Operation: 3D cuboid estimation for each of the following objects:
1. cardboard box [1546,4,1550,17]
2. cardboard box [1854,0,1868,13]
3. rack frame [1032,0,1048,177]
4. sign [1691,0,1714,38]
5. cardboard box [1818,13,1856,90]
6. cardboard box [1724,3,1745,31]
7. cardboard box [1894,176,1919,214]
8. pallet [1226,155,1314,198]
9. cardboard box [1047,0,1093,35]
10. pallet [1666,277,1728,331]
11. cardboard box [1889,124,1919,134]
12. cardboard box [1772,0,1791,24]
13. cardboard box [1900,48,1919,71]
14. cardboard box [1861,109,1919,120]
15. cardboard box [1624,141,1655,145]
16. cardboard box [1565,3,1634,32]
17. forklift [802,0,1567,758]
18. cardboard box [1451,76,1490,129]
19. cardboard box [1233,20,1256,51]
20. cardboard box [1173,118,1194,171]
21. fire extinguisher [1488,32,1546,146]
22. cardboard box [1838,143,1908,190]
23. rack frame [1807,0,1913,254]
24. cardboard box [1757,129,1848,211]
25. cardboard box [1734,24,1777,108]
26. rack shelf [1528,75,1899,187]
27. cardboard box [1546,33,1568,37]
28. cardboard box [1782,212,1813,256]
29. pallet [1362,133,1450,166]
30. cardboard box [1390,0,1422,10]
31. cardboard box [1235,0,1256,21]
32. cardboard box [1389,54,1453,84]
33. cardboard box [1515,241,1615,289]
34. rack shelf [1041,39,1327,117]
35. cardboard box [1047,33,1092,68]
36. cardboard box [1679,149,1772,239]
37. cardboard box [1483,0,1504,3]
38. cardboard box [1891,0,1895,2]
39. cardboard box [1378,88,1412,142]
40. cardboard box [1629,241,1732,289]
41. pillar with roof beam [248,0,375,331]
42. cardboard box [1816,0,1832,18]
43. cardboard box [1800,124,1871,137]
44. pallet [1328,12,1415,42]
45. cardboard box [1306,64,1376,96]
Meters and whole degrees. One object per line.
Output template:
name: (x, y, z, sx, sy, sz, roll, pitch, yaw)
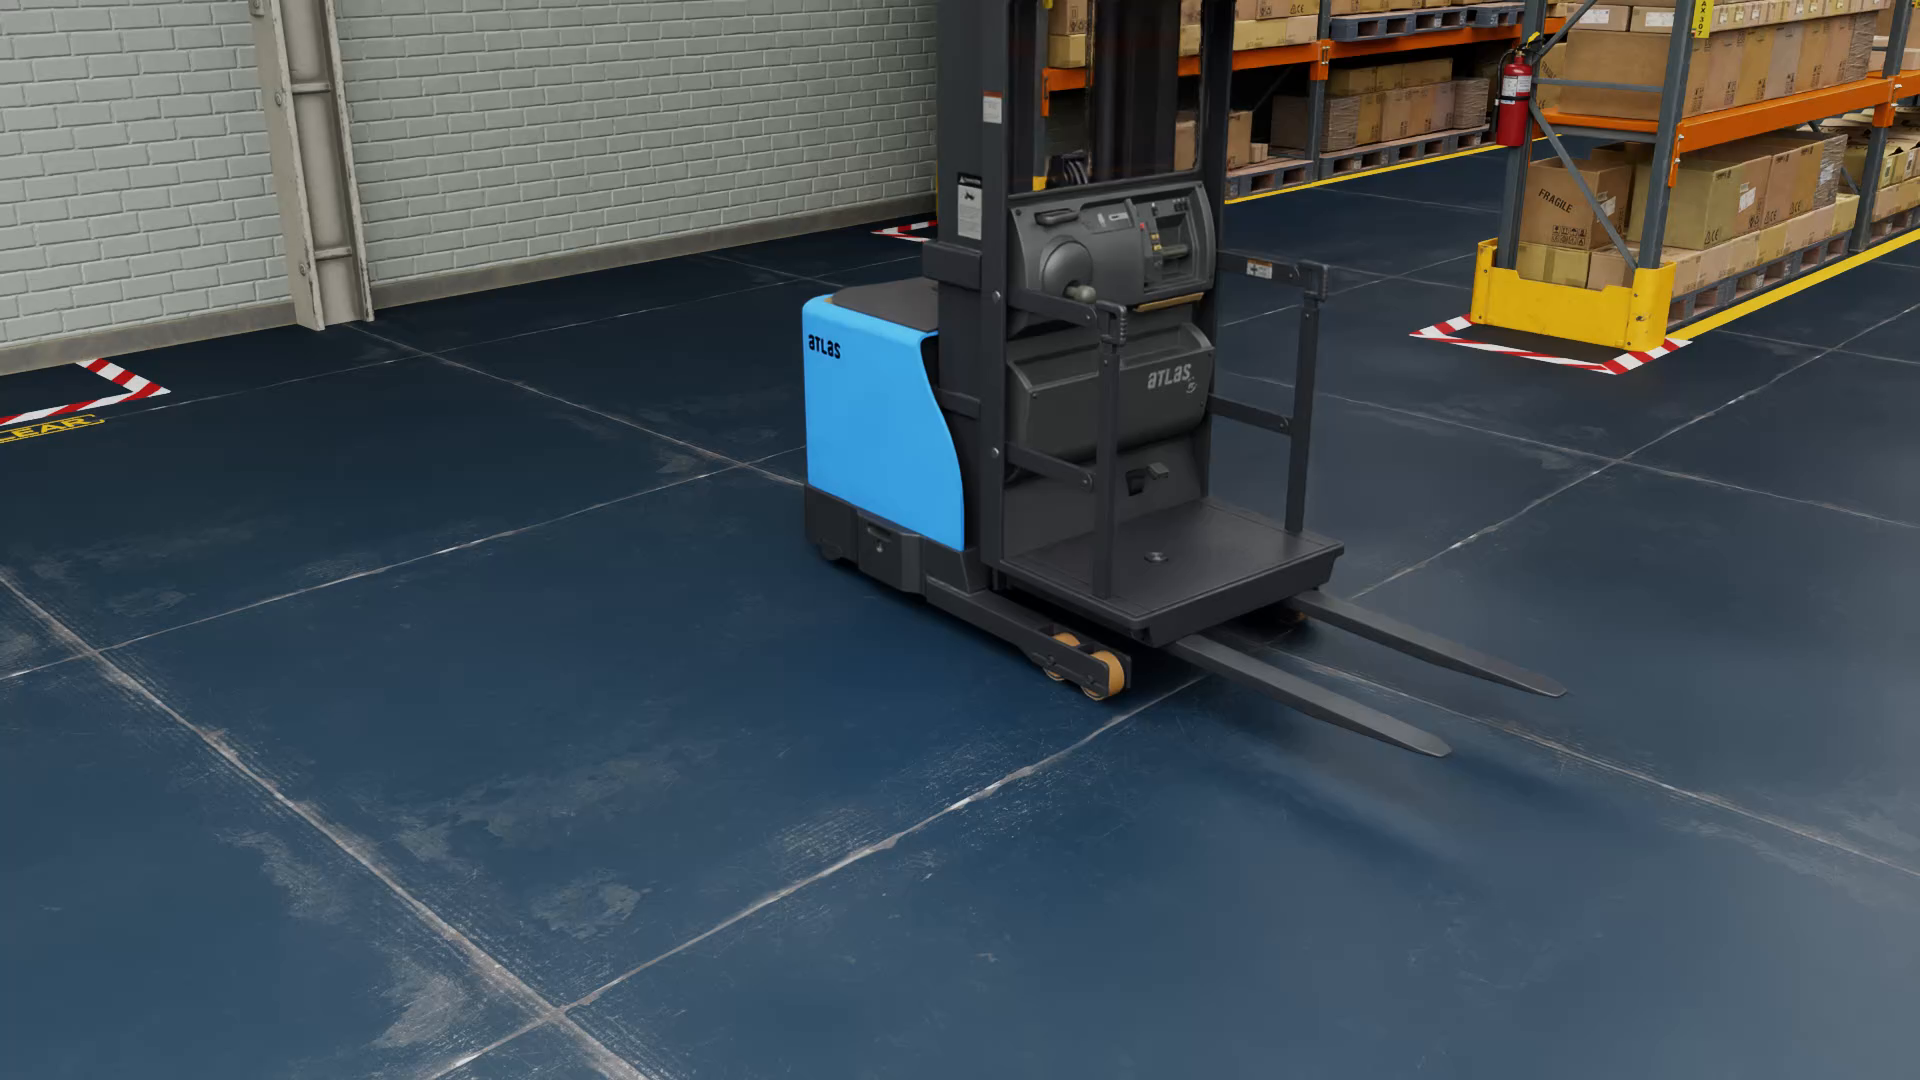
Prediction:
cardboard box: (6.436, -5.997, 18.819, 0.250, 0.149, 0.380, -20, 29, -41)
cardboard box: (6.229, -3.844, 11.850, 0.380, 0.149, 0.250, 18, 28, 39)
rack frame: (0.277, -3.959, 13.195, 1.000, 3.000, 0.127, 19, 28, 41)
sign: (4.223, -3.021, 9.437, 0.100, 0.325, 0.005, 19, 28, 41)
cardboard box: (5.951, -3.543, 11.971, 0.700, 0.500, 0.500, 19, 28, 40)
cardboard box: (4.615, -3.249, 10.304, 0.380, 0.149, 0.250, 19, 28, 41)
cardboard box: (7.436, -2.834, 13.514, 0.500, 0.250, 0.500, -19, 28, -41)
pallet: (2.625, -3.505, 15.898, 1.003, 0.211, 1.213, 19, 28, 41)
cardboard box: (0.826, -4.296, 13.207, 0.500, 0.500, 0.500, 19, 28, 41)
pallet: (4.333, -1.626, 11.011, 1.003, 0.211, 1.213, 19, 28, 41)
cardboard box: (8.158, -3.362, 14.107, 0.500, 0.311, 0.500, -19, 28, -41)
cardboard box: (5.154, -3.449, 10.822, 0.380, 0.149, 0.250, 19, 28, 40)
cardboard box: (7.384, -3.808, 13.151, 0.380, 0.149, 0.250, 19, 28, 41)
cardboard box: (8.474, -3.753, 15.124, 0.500, 0.311, 0.500, 18, 28, 39)
cardboard box: (5.027, -2.584, 11.819, 0.500, 0.500, 0.500, 19, 28, 41)
cardboard box: (3.959, -3.216, 10.217, 0.380, 0.149, 0.250, 19, 28, 40)
forklift: (0.685, -1.026, 5.659, 1.130, 2.935, 3.031, -17, 27, -37)
cardboard box: (5.393, -4.856, 18.399, 0.500, 0.500, 0.700, -20, 29, -41)
cardboard box: (2.261, -4.470, 14.705, 0.500, 0.250, 0.500, 19, 28, 40)
cardboard box: (1.770, -3.476, 14.808, 0.700, 0.500, 0.500, 17, 27, 37)
fire extinguisher: (3.414, -2.770, 10.209, 0.296, 0.674, 0.183, 19, 28, 41)
cardboard box: (7.086, -2.967, 13.078, 0.500, 0.311, 0.500, 19, 28, 41)
rack frame: (6.620, -3.749, 12.647, 1.000, 3.000, 0.127, 19, 28, 41)
cardboard box: (6.096, -2.712, 12.151, 0.500, 0.500, 0.500, 19, 28, 41)
cardboard box: (4.878, -3.146, 10.940, 0.700, 0.500, 0.500, 19, 28, 41)
rack shelf: (5.225, -2.899, 11.438, 1.077, 0.370, 4.000, 19, 28, 41)
cardboard box: (7.670, -5.808, 20.415, 0.750, 0.750, 0.750, -19, 28, -40)
cardboard box: (5.759, -2.229, 11.940, 0.500, 0.250, 0.500, 19, 28, 41)
pallet: (4.461, -4.202, 17.712, 1.003, 0.211, 1.213, 19, 28, 41)
cardboard box: (4.279, -5.681, 16.921, 0.500, 0.500, 0.700, -16, 26, -35)
cardboard box: (2.257, -4.822, 14.574, 0.500, 0.500, 0.500, 18, 28, 39)
cardboard box: (4.951, -5.075, 17.924, 0.500, 0.250, 0.500, -20, 28, -41)
cardboard box: (3.992, -1.845, 10.941, 0.500, 0.250, 0.500, 19, 28, 41)
rack shelf: (1.673, -4.138, 14.662, 1.077, 0.370, 4.000, 19, 28, 41)
cardboard box: (0.845, -3.945, 13.338, 0.500, 0.250, 0.500, 18, 28, 39)
cardboard box: (5.050, -2.326, 11.147, 0.500, 0.500, 0.500, 19, 28, 41)
cardboard box: (5.538, -6.145, 18.127, 0.700, 0.500, 0.500, 15, 26, 35)
cardboard box: (7.884, -4.253, 13.819, 0.500, 0.500, 0.500, 19, 28, 41)
cardboard box: (4.279, -4.486, 17.436, 0.700, 0.500, 0.500, 20, 28, 41)
cardboard box: (4.709, -1.845, 10.940, 0.500, 0.250, 0.500, 19, 28, 41)
pillar with roof beam: (-0.955, -4.536, 6.334, 9.100, 9.000, 0.400, 19, 28, 41)
cardboard box: (5.697, -3.649, 11.343, 0.250, 0.149, 0.380, -19, 28, -41)
cardboard box: (7.405, -3.362, 14.106, 0.500, 0.311, 0.500, 19, 28, 40)
pallet: (3.705, -5.058, 16.321, 1.003, 0.211, 1.213, 19, 28, 41)
cardboard box: (3.874, -4.684, 16.905, 0.500, 0.250, 0.500, 19, 28, 40)
